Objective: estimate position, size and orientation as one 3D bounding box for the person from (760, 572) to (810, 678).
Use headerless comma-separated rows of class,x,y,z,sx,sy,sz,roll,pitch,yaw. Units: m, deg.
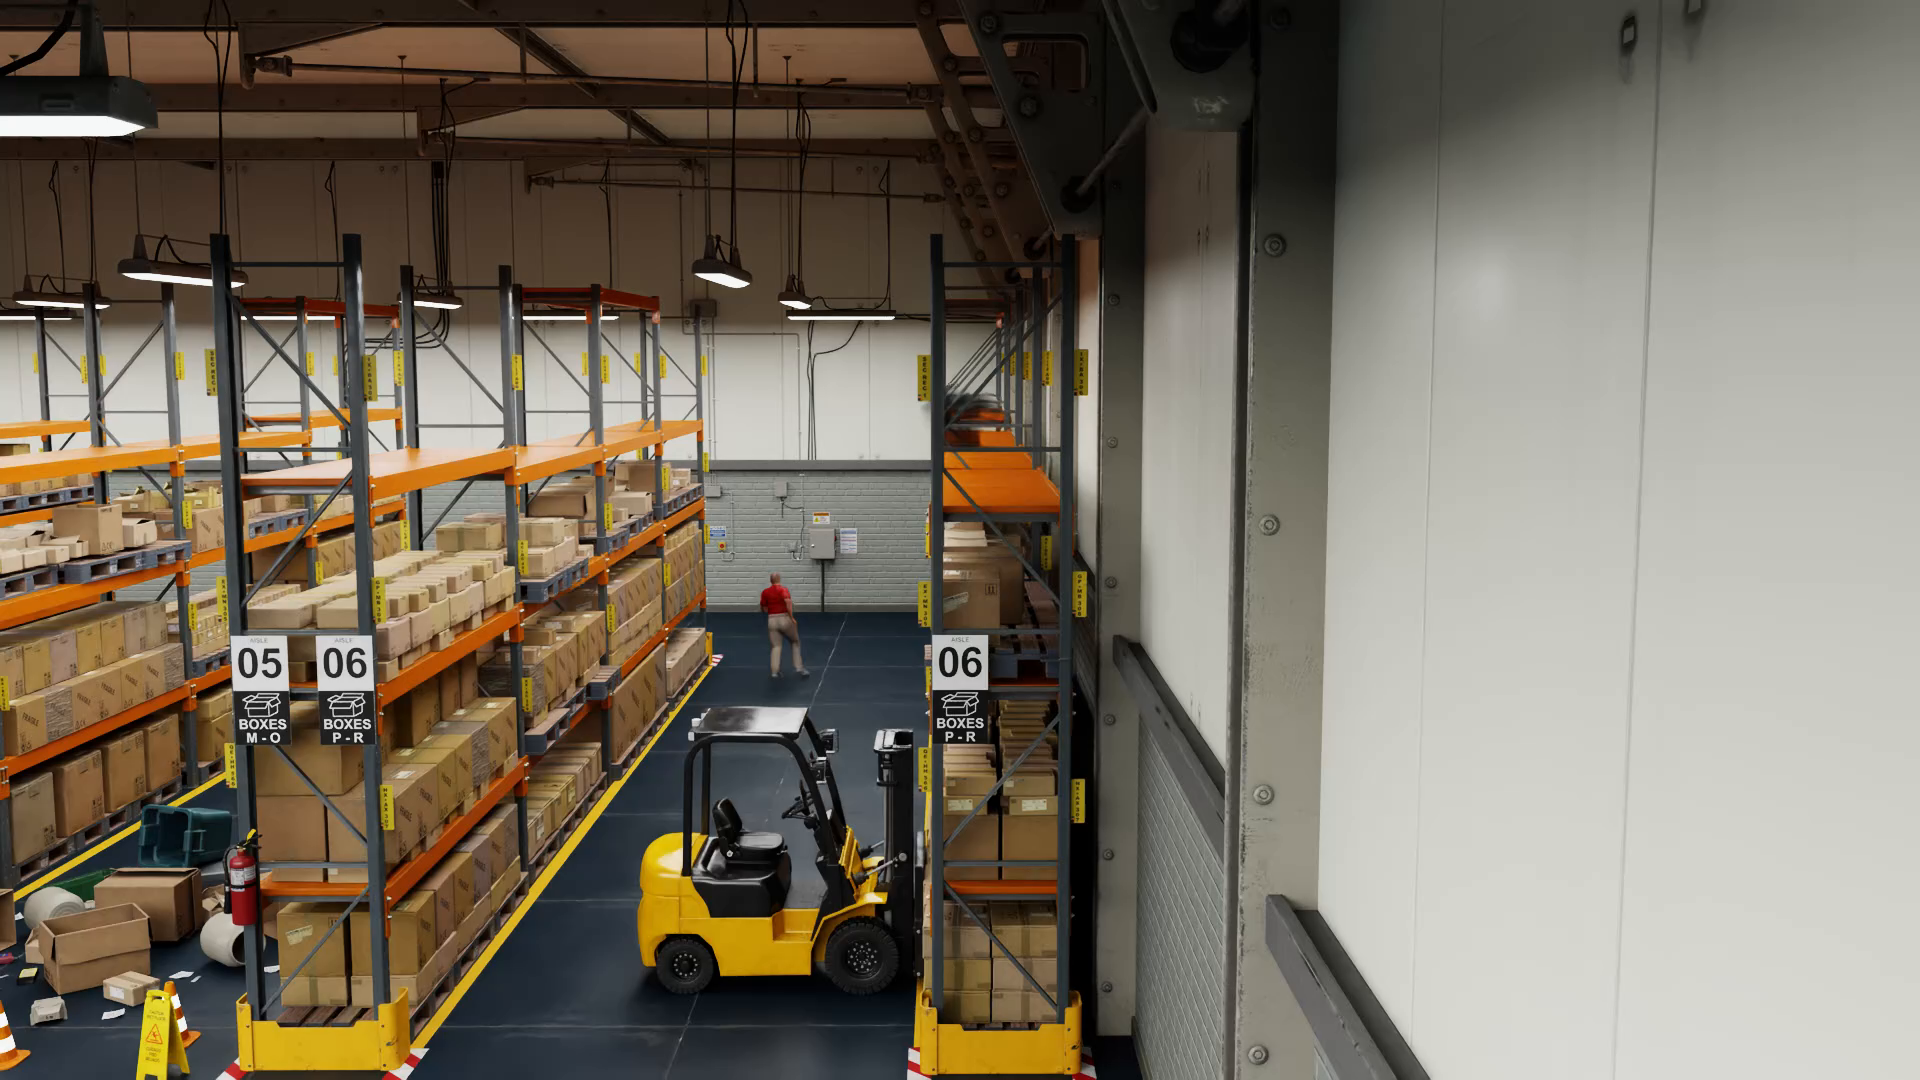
person,-2.870,1.378,26.527,0.723,1.714,0.861,2,7,14
